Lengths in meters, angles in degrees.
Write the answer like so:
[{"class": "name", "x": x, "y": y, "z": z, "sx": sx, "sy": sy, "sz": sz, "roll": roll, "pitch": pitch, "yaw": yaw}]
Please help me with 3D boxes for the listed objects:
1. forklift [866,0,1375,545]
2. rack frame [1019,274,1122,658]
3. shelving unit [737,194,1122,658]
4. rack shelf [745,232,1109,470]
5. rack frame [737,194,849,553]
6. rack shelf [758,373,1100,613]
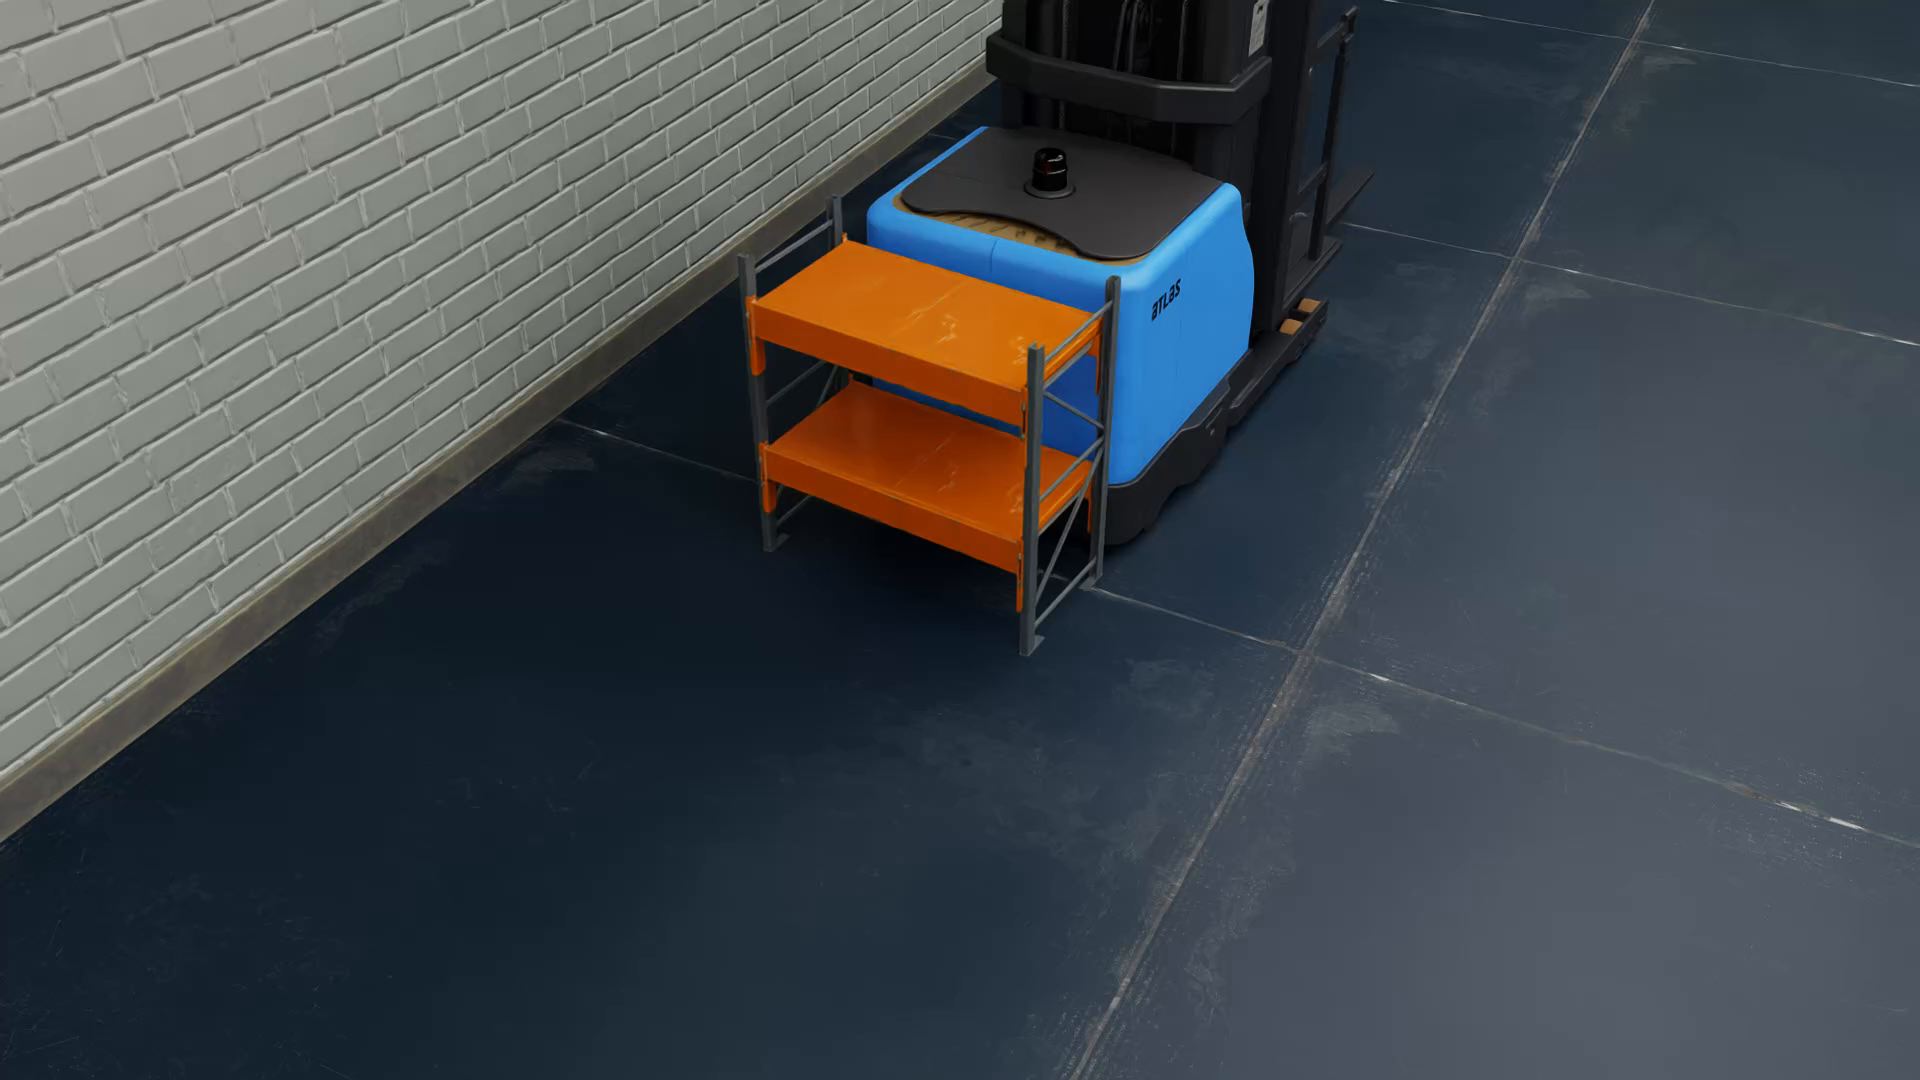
[{"class": "forklift", "x": 0.855, "y": -2.019, "z": 5.985, "sx": 1.130, "sy": 2.935, "sz": 3.031, "roll": 19, "pitch": 41, "yaw": 24}, {"class": "rack frame", "x": 0.333, "y": -0.207, "z": 5.093, "sx": 0.032, "sy": 1.125, "sz": 0.500, "roll": 21, "pitch": 42, "yaw": 25}, {"class": "shelving unit", "x": -0.098, "y": -0.371, "z": 5.308, "sx": 1.048, "sy": 1.125, "sz": 0.538, "roll": 21, "pitch": 42, "yaw": 25}, {"class": "rack shelf", "x": -0.098, "y": -0.604, "z": 5.131, "sx": 1.000, "sy": 0.278, "sz": 0.538, "roll": 21, "pitch": 42, "yaw": 25}, {"class": "rack frame", "x": -0.528, "y": -0.535, "z": 5.524, "sx": 0.032, "sy": 1.125, "sz": 0.500, "roll": 21, "pitch": 42, "yaw": 25}, {"class": "rack shelf", "x": -0.098, "y": -0.176, "z": 5.456, "sx": 1.000, "sy": 0.278, "sz": 0.538, "roll": 21, "pitch": 42, "yaw": 25}]
